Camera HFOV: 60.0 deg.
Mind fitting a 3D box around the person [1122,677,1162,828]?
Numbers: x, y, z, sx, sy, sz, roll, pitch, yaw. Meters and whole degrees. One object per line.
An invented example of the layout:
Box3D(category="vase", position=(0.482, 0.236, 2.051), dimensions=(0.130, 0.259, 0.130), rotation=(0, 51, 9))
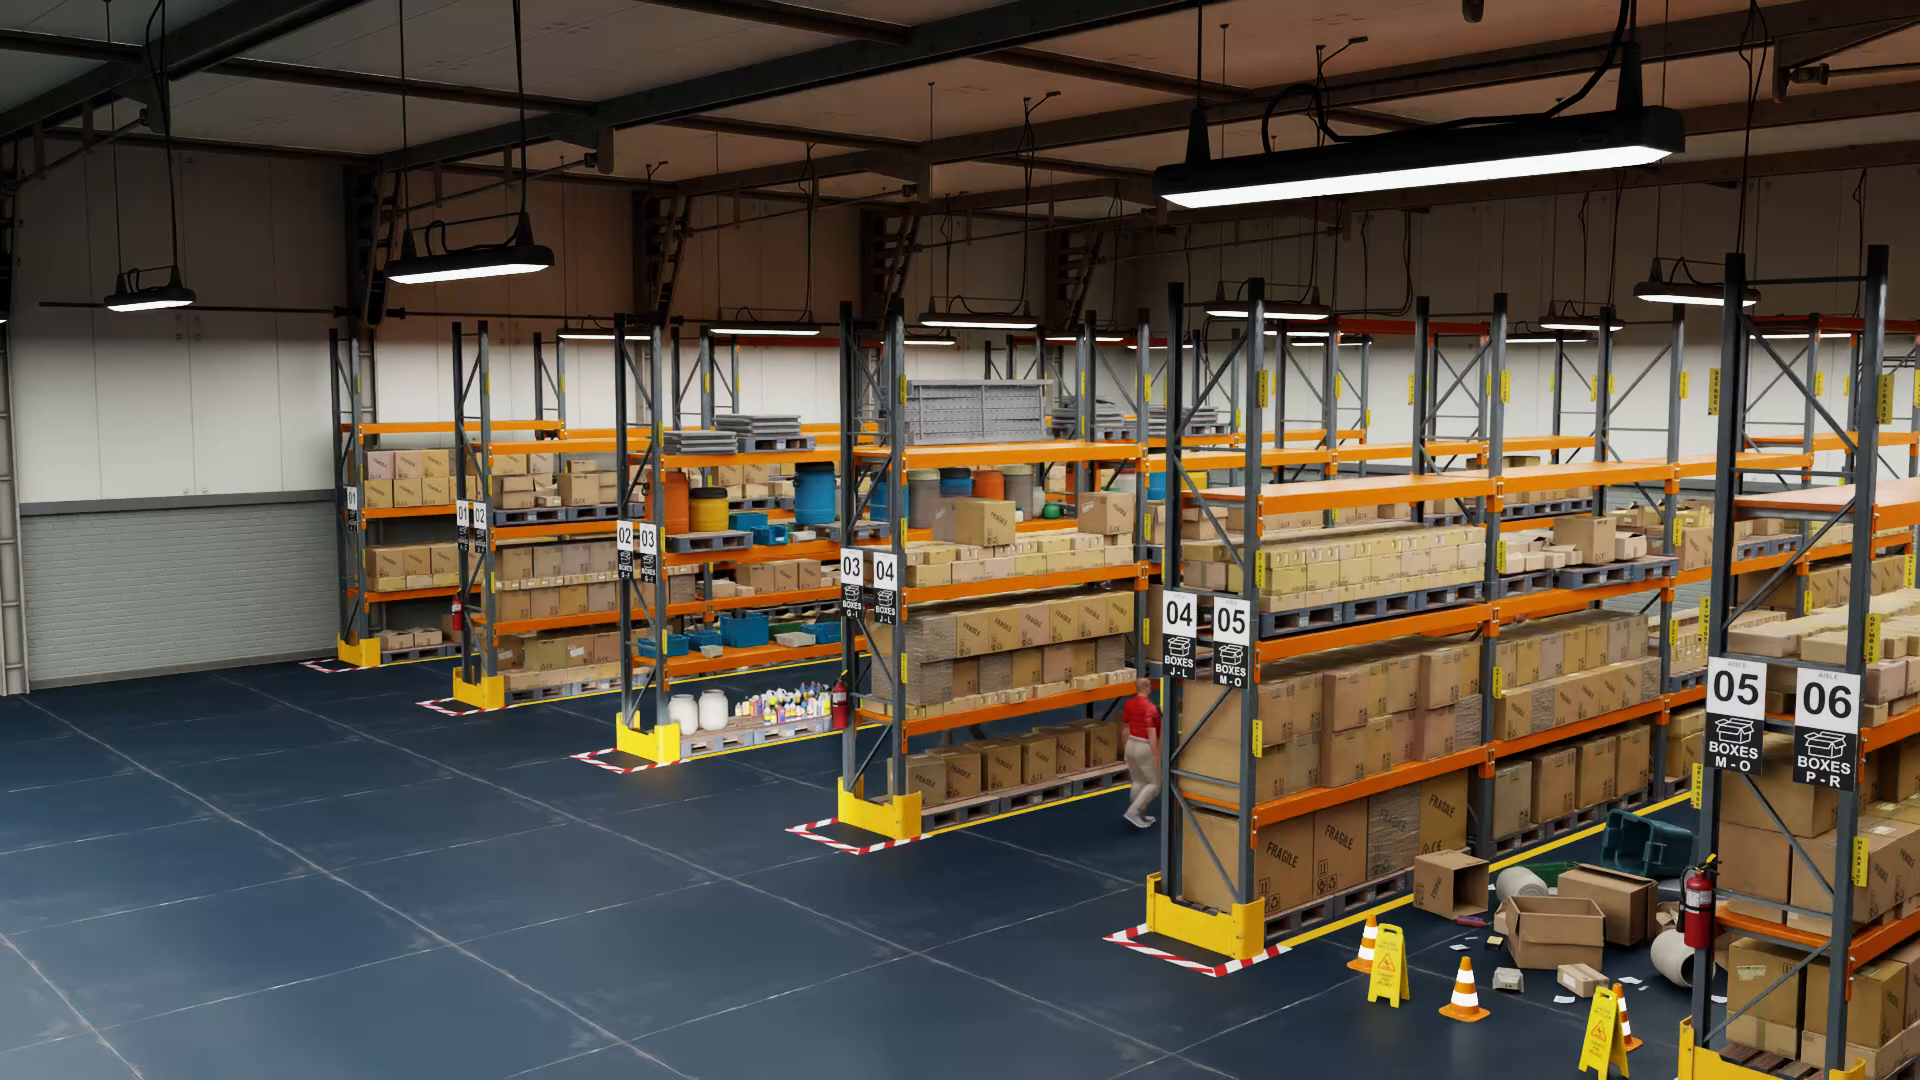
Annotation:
Box3D(category="person", position=(2.061, 2.433, 19.038), dimensions=(0.562, 1.723, 0.585), rotation=(-4, 7, -34))

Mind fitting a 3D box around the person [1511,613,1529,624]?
Box3D(category="person", position=(8.687, 1.832, 25.570), dimensions=(0.613, 1.637, 0.646), rotation=(-4, 7, -35))
